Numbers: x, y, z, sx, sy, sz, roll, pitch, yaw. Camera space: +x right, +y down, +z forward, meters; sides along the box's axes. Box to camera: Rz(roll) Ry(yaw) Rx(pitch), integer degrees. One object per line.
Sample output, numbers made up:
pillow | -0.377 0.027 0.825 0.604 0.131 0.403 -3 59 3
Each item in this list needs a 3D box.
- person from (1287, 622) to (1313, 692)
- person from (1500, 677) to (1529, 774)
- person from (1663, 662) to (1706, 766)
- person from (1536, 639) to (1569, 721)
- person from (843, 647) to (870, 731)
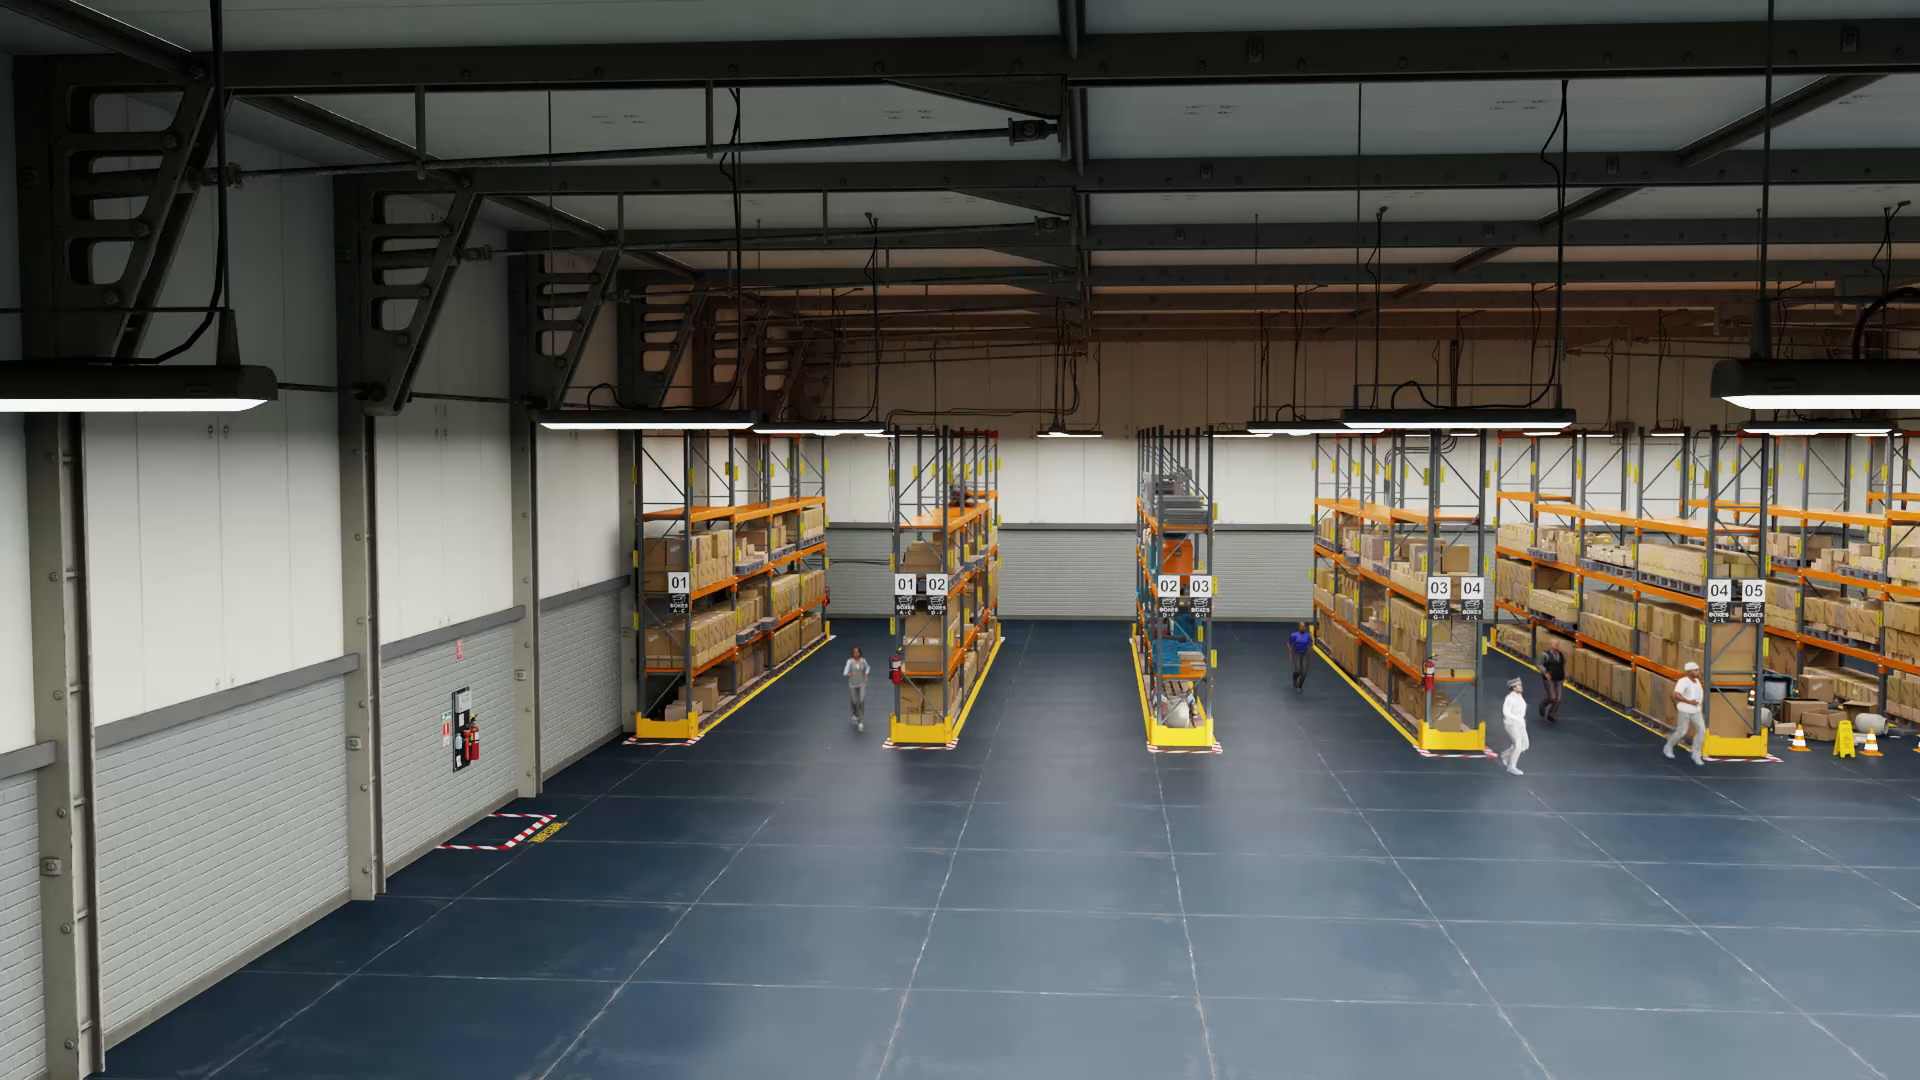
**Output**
person | 7.737 2.705 37.746 0.546 1.502 0.586 0 3 -2
person | 9.539 3.182 28.567 0.512 1.671 0.644 3 5 41
person | 12.951 3.071 29.554 0.743 1.797 0.791 -2 4 -26
person | 12.066 2.849 33.811 0.643 1.676 0.577 -1 4 -12
person | -2.045 2.923 32.952 0.531 1.593 0.838 0 3 -7
